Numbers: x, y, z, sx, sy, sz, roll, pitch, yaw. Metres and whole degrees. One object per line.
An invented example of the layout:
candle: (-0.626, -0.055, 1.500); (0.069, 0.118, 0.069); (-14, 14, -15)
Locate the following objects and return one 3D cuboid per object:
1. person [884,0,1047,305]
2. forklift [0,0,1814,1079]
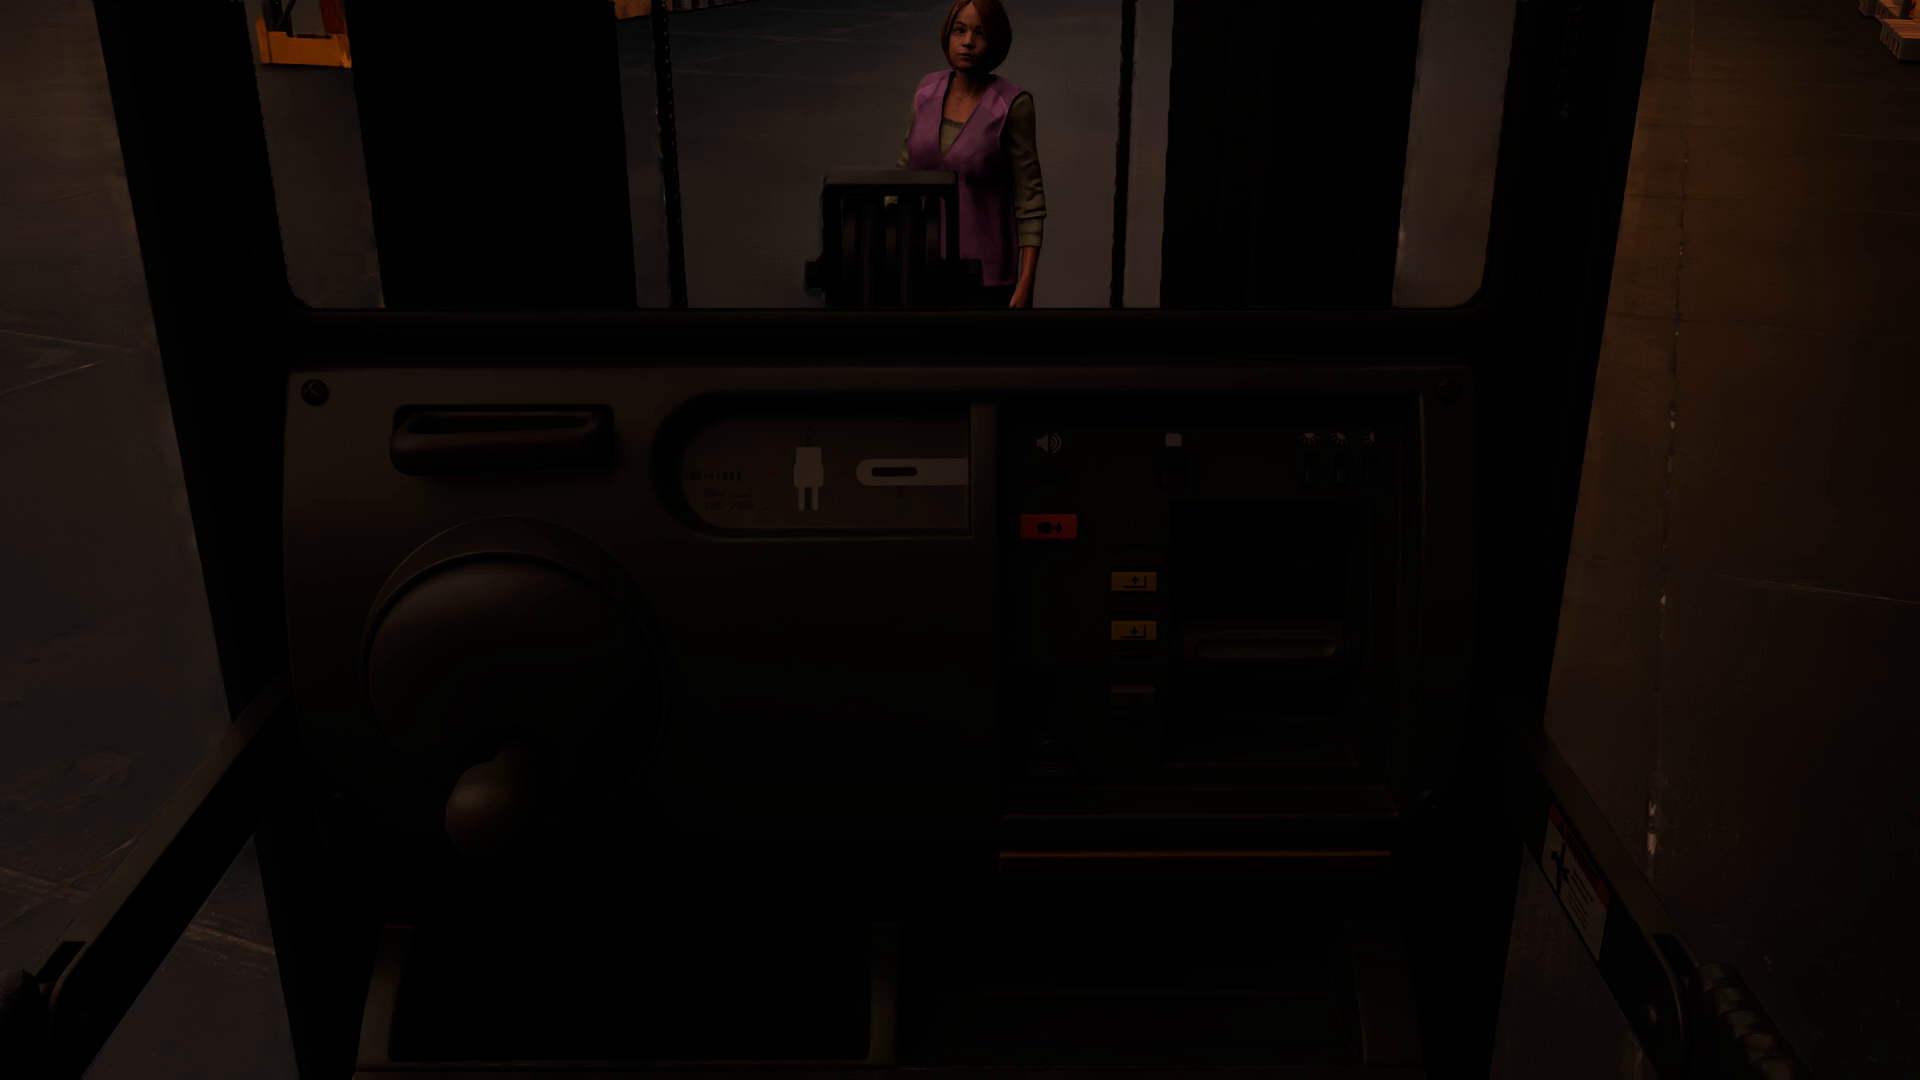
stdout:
person: (-0.041, -0.718, 4.723); (0.521, 1.599, 0.473); (9, 24, 21)
forklift: (-0.057, 0.073, 1.118); (1.130, 2.935, 3.031); (0, 23, 0)
